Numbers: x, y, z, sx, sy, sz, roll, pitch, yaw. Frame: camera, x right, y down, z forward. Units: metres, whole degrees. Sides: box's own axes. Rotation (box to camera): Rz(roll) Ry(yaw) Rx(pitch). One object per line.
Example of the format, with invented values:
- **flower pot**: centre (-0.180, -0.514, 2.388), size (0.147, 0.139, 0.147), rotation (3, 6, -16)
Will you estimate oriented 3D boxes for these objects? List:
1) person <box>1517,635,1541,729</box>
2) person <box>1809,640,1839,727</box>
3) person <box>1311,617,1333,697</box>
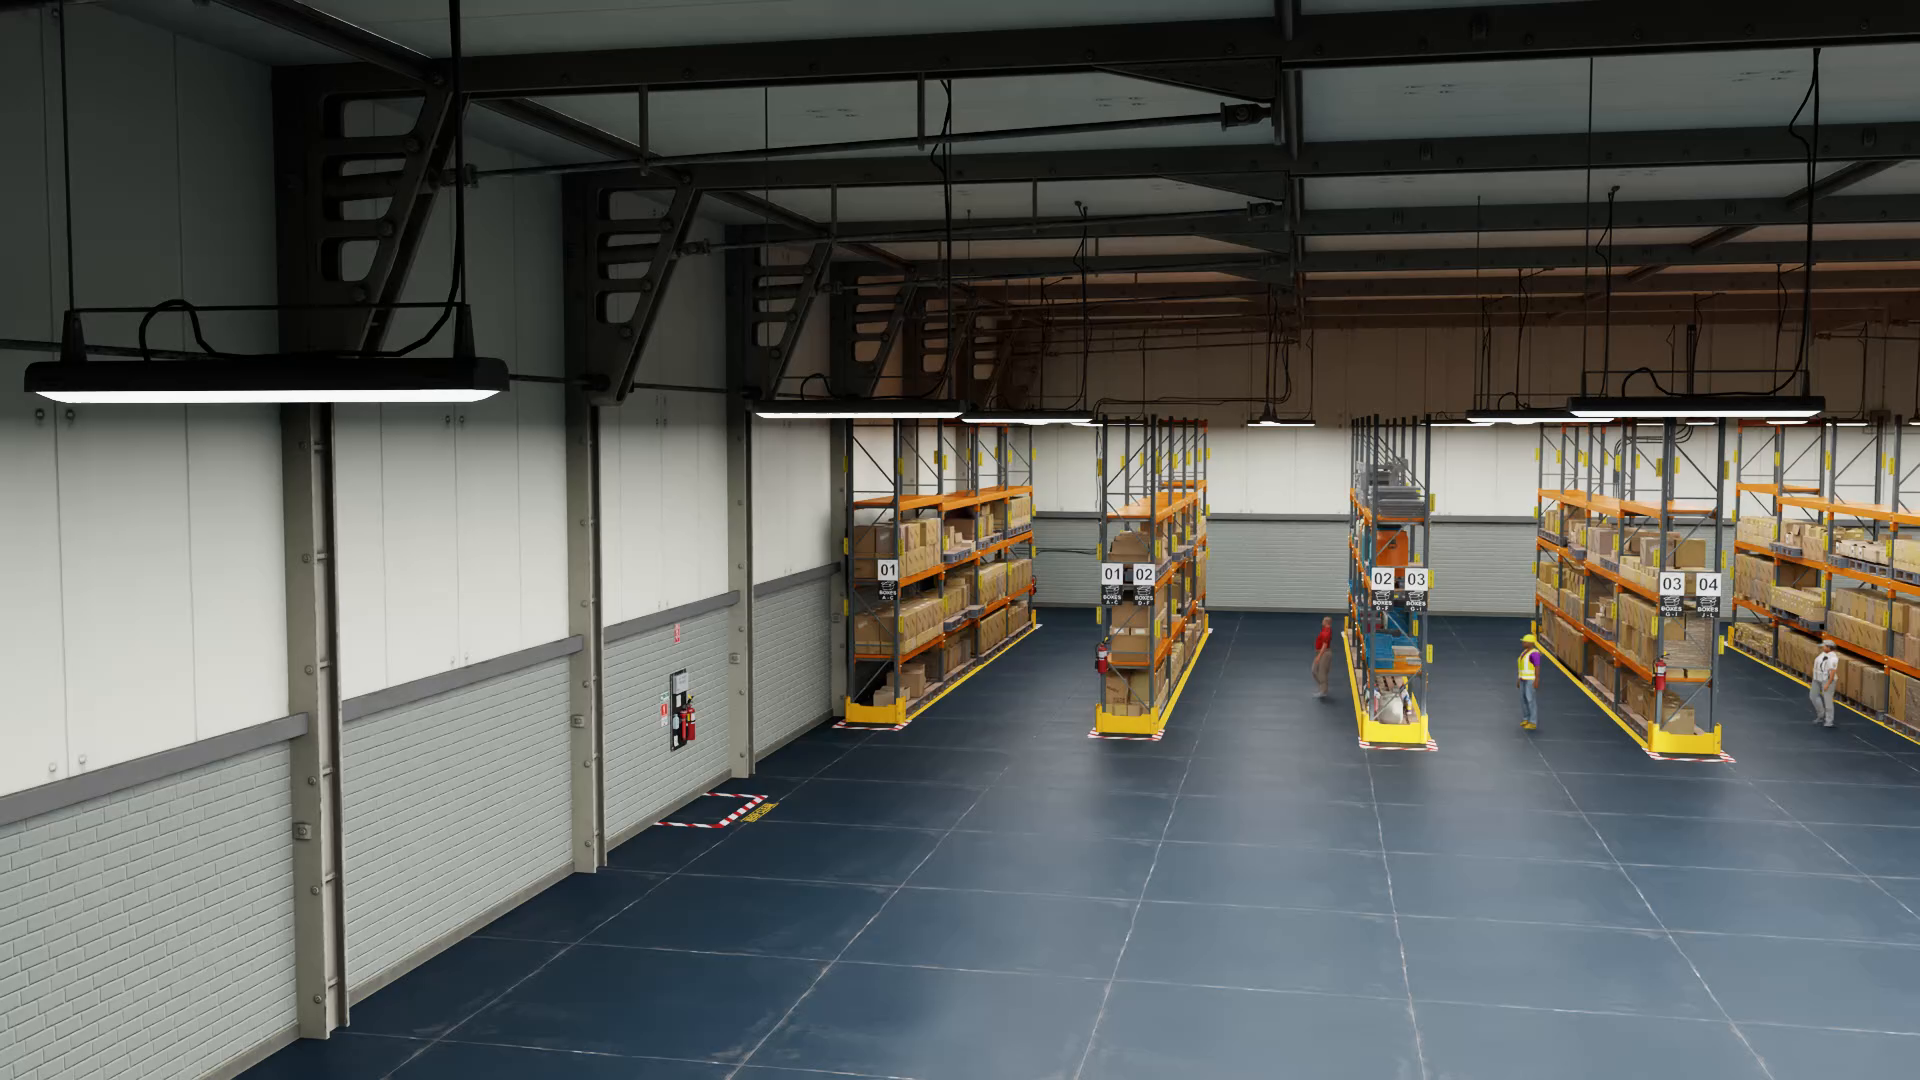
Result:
- **person**: centre (10.906, 2.711, 31.972), size (0.453, 1.776, 0.647), rotation (-1, 4, -13)
- **person**: centre (16.731, 2.766, 32.193), size (0.414, 1.703, 0.579), rotation (-1, 4, -11)
- **person**: centre (7.769, 2.525, 35.604), size (0.478, 1.774, 0.546), rotation (0, 4, -4)
